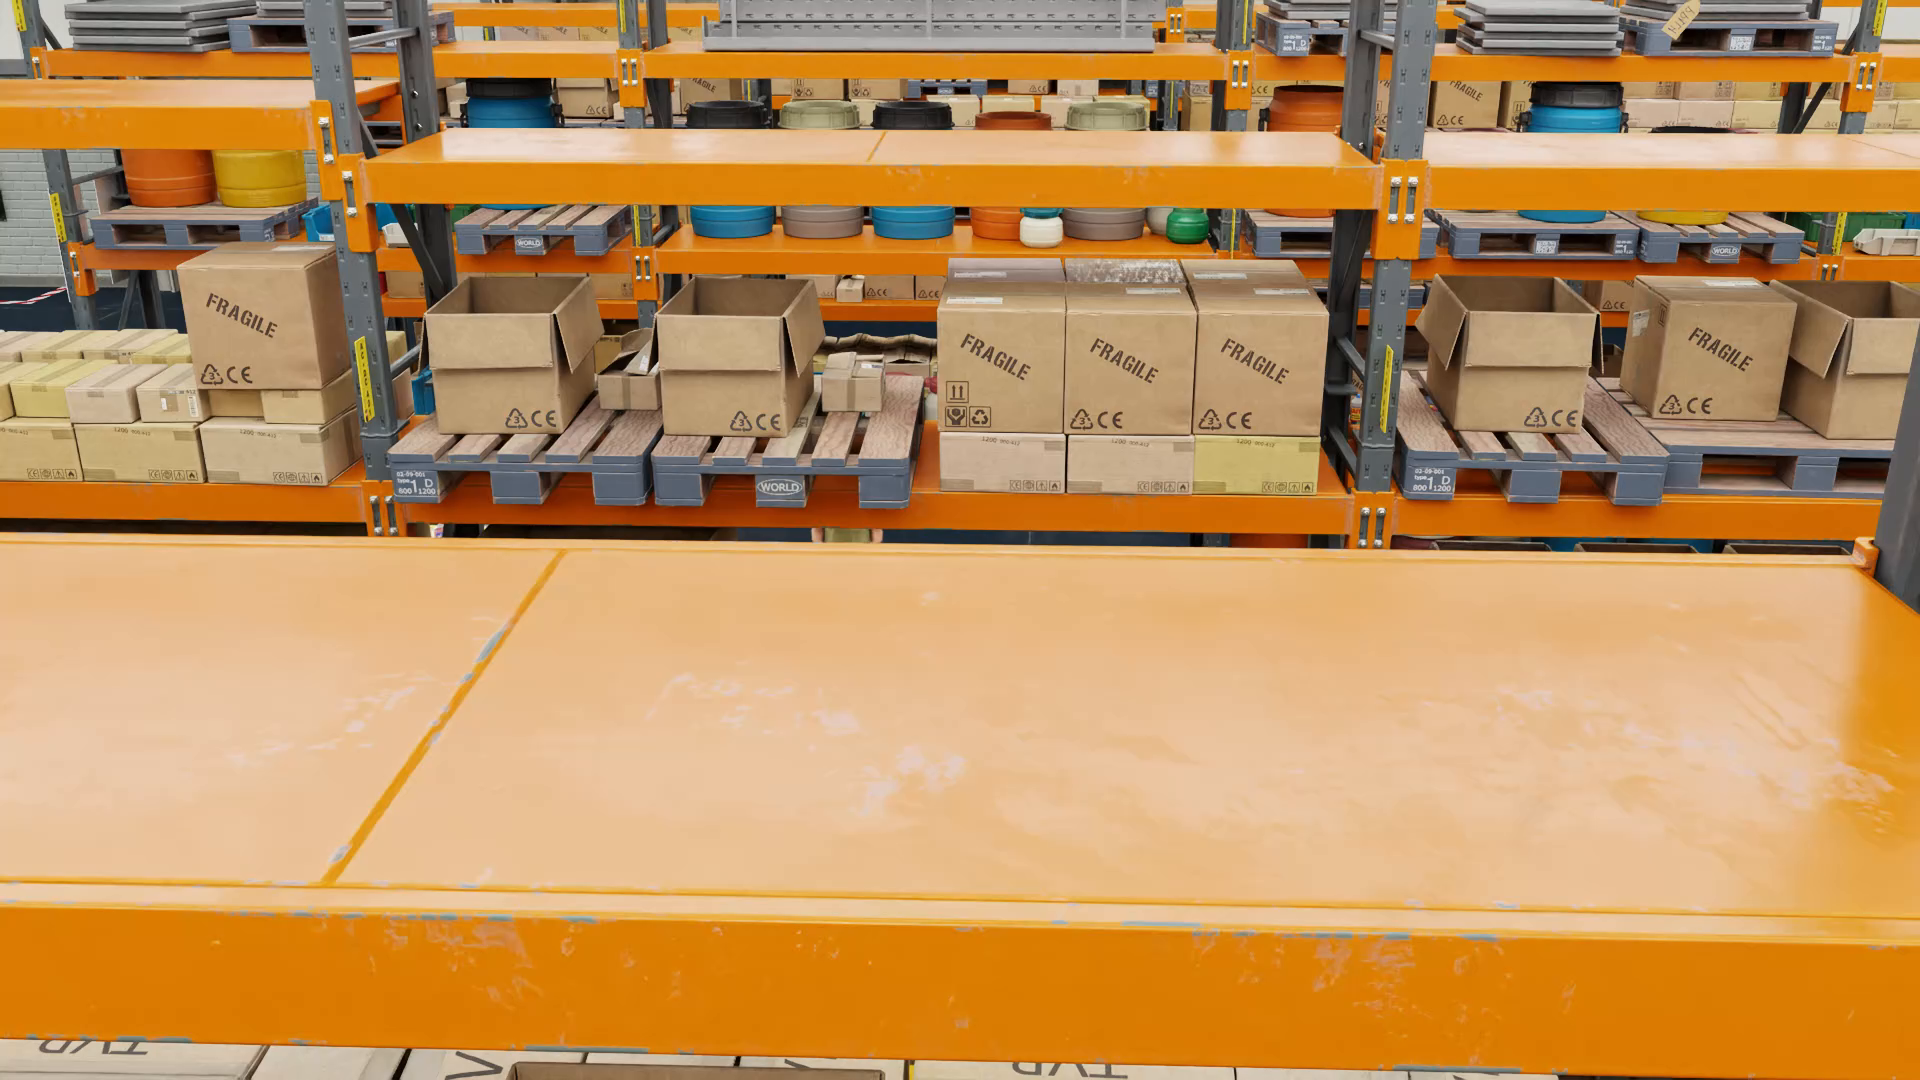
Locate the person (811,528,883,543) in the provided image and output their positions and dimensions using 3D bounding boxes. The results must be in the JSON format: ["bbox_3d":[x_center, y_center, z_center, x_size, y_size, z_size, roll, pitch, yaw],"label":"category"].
[{"bbox_3d":[-0.759,0.178,11.221,0.483,1.675,0.361,0,21,0],"label":"person"}]
